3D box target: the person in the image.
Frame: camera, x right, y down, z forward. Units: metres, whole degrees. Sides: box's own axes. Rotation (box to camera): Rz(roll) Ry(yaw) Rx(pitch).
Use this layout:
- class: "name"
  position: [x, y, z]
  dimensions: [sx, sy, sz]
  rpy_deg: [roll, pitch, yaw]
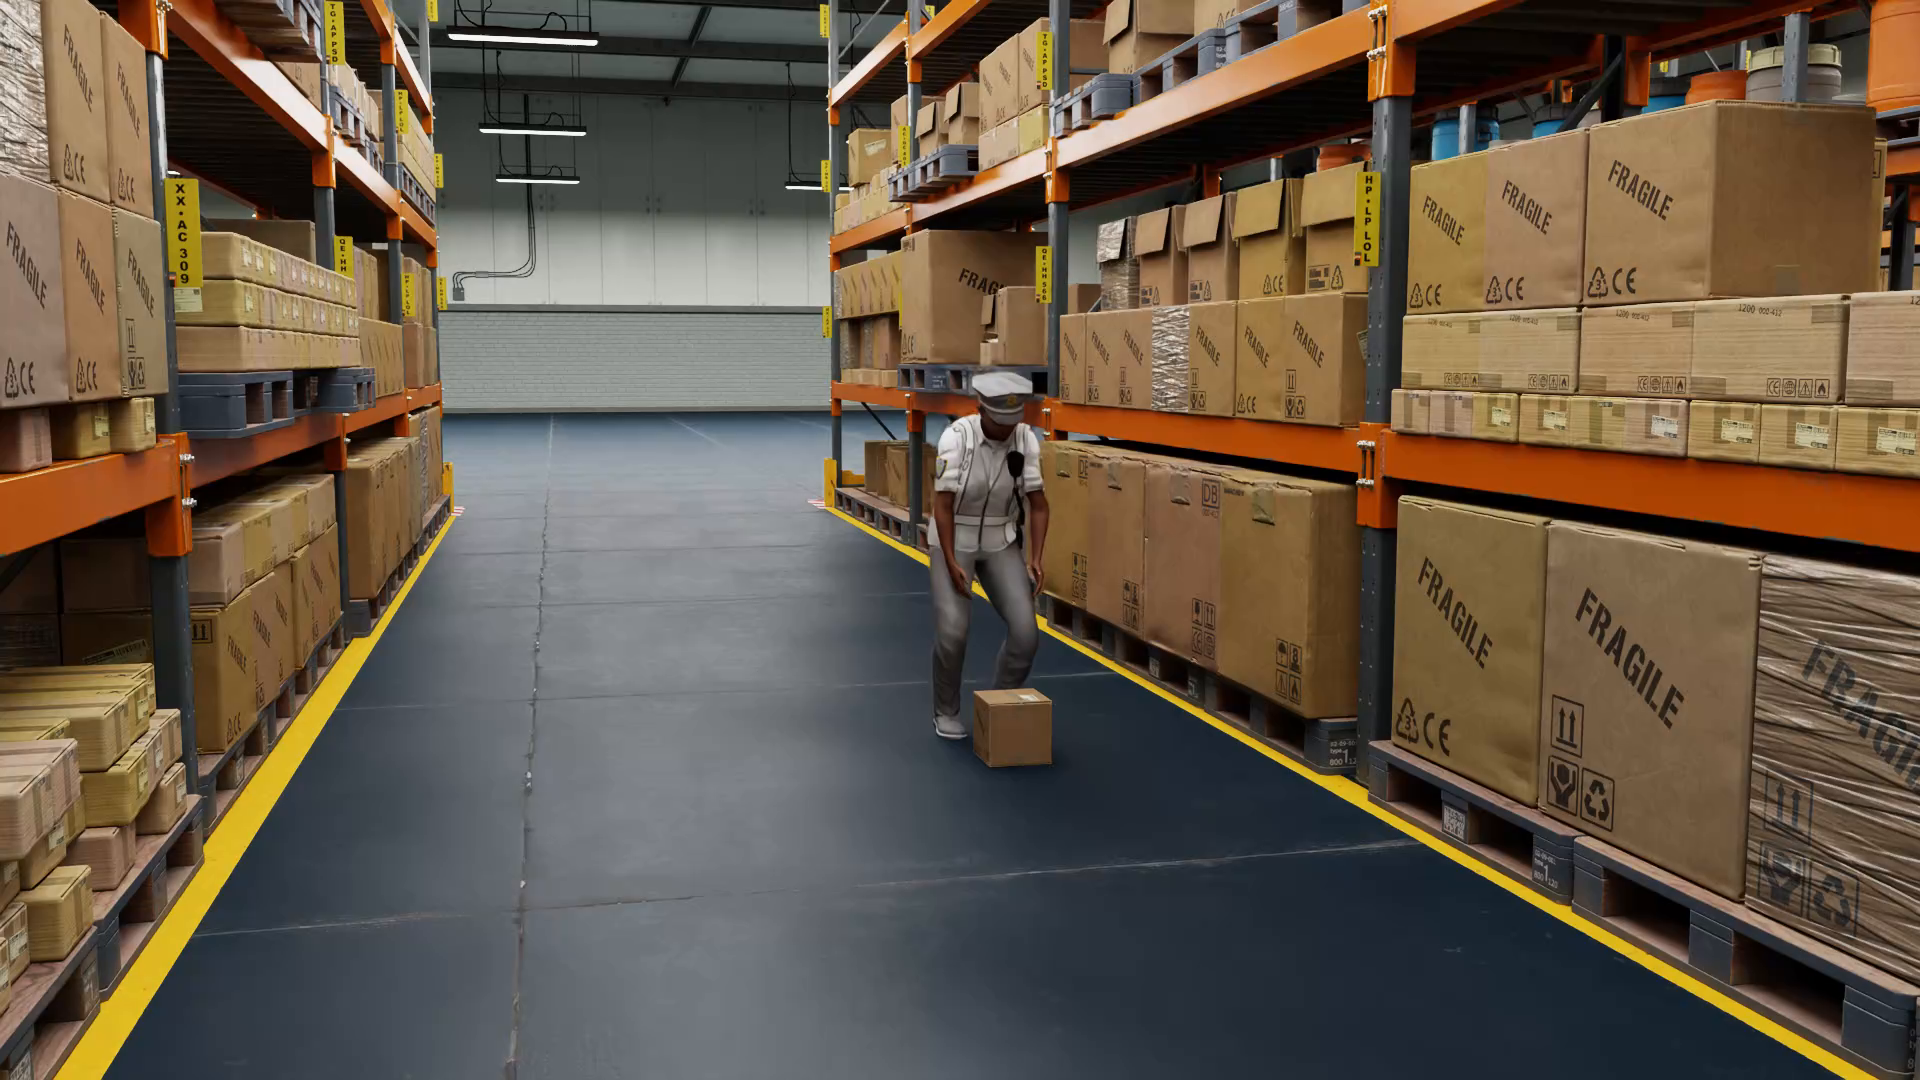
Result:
- class: "person"
  position: [0.123, 0.066, 6.860]
  dimensions: [0.487, 1.508, 0.607]
  rpy_deg: [-1, 6, -13]
